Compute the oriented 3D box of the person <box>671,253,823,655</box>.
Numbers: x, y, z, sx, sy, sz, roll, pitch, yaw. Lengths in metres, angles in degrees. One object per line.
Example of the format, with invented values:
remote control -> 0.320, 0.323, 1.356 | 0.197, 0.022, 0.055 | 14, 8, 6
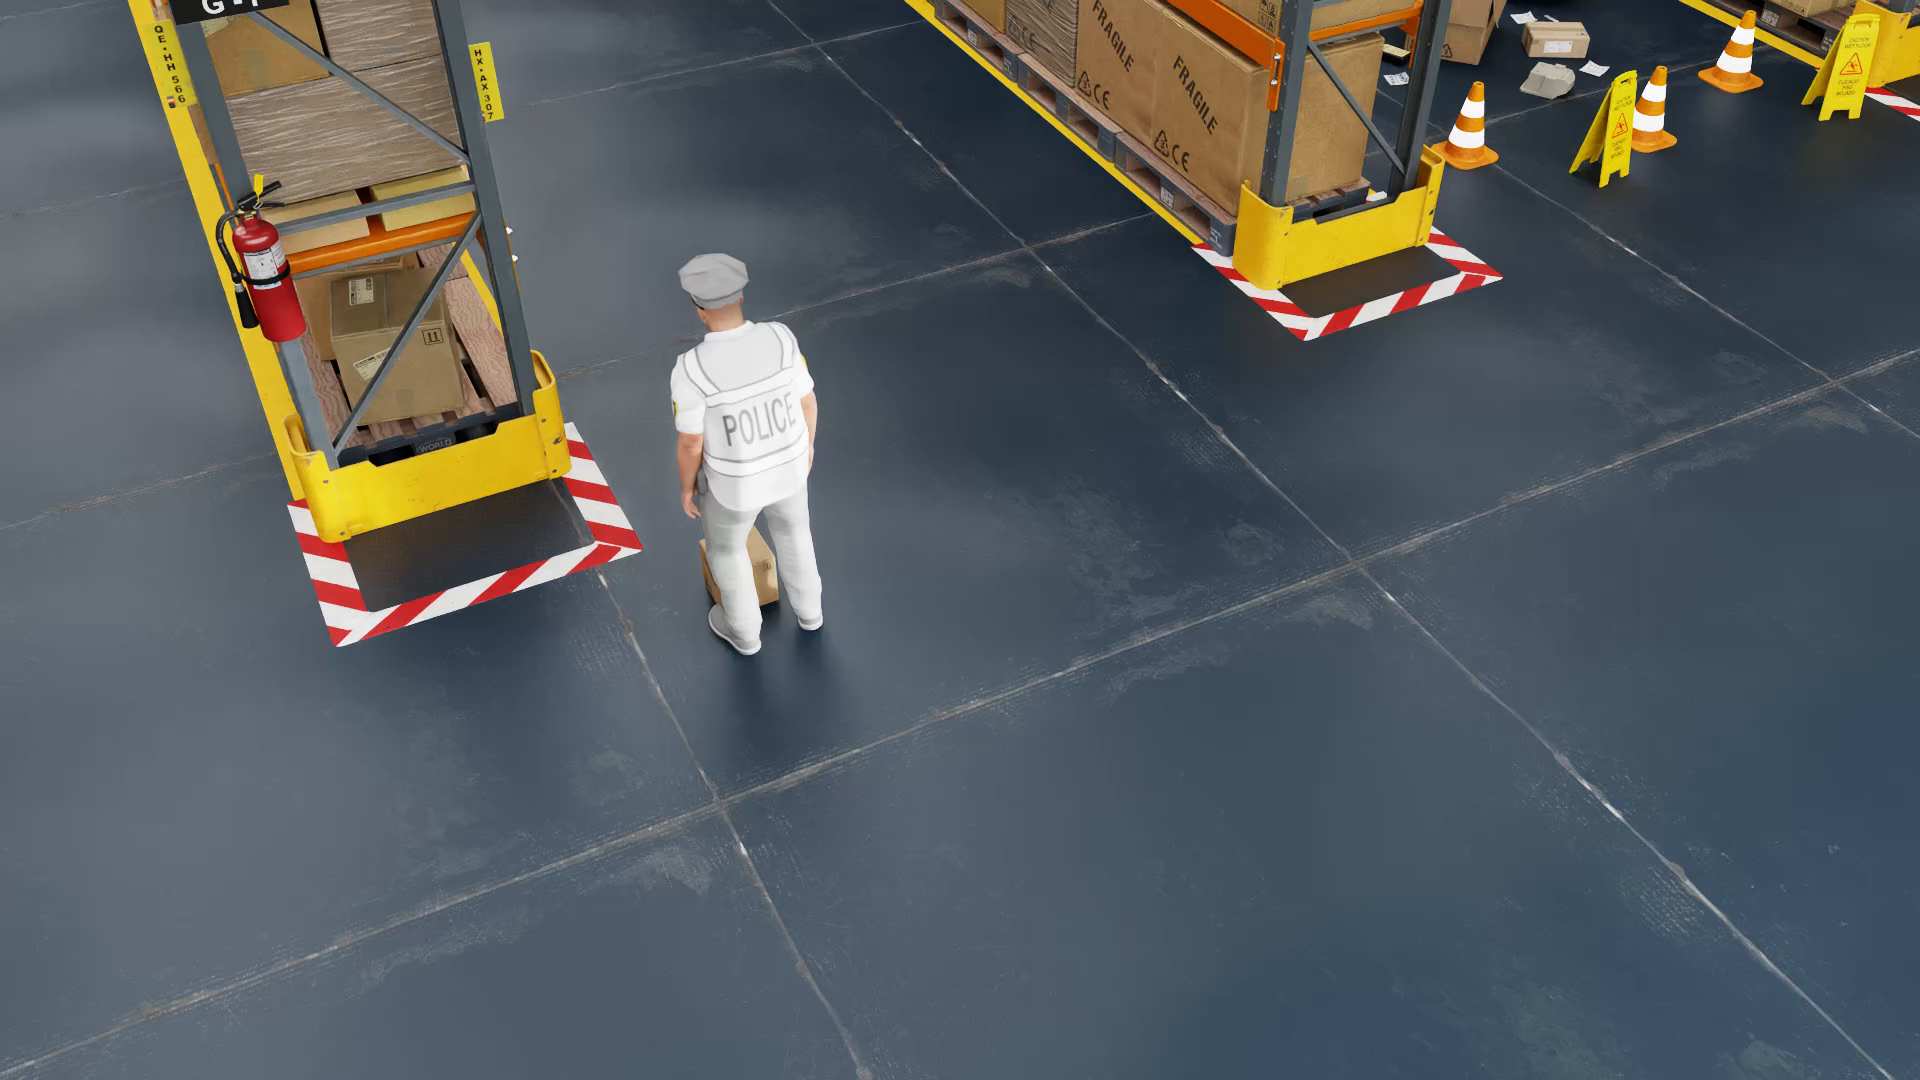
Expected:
person -> -0.814, -0.275, 6.469 | 0.590, 1.746, 0.436 | -21, 45, -22
